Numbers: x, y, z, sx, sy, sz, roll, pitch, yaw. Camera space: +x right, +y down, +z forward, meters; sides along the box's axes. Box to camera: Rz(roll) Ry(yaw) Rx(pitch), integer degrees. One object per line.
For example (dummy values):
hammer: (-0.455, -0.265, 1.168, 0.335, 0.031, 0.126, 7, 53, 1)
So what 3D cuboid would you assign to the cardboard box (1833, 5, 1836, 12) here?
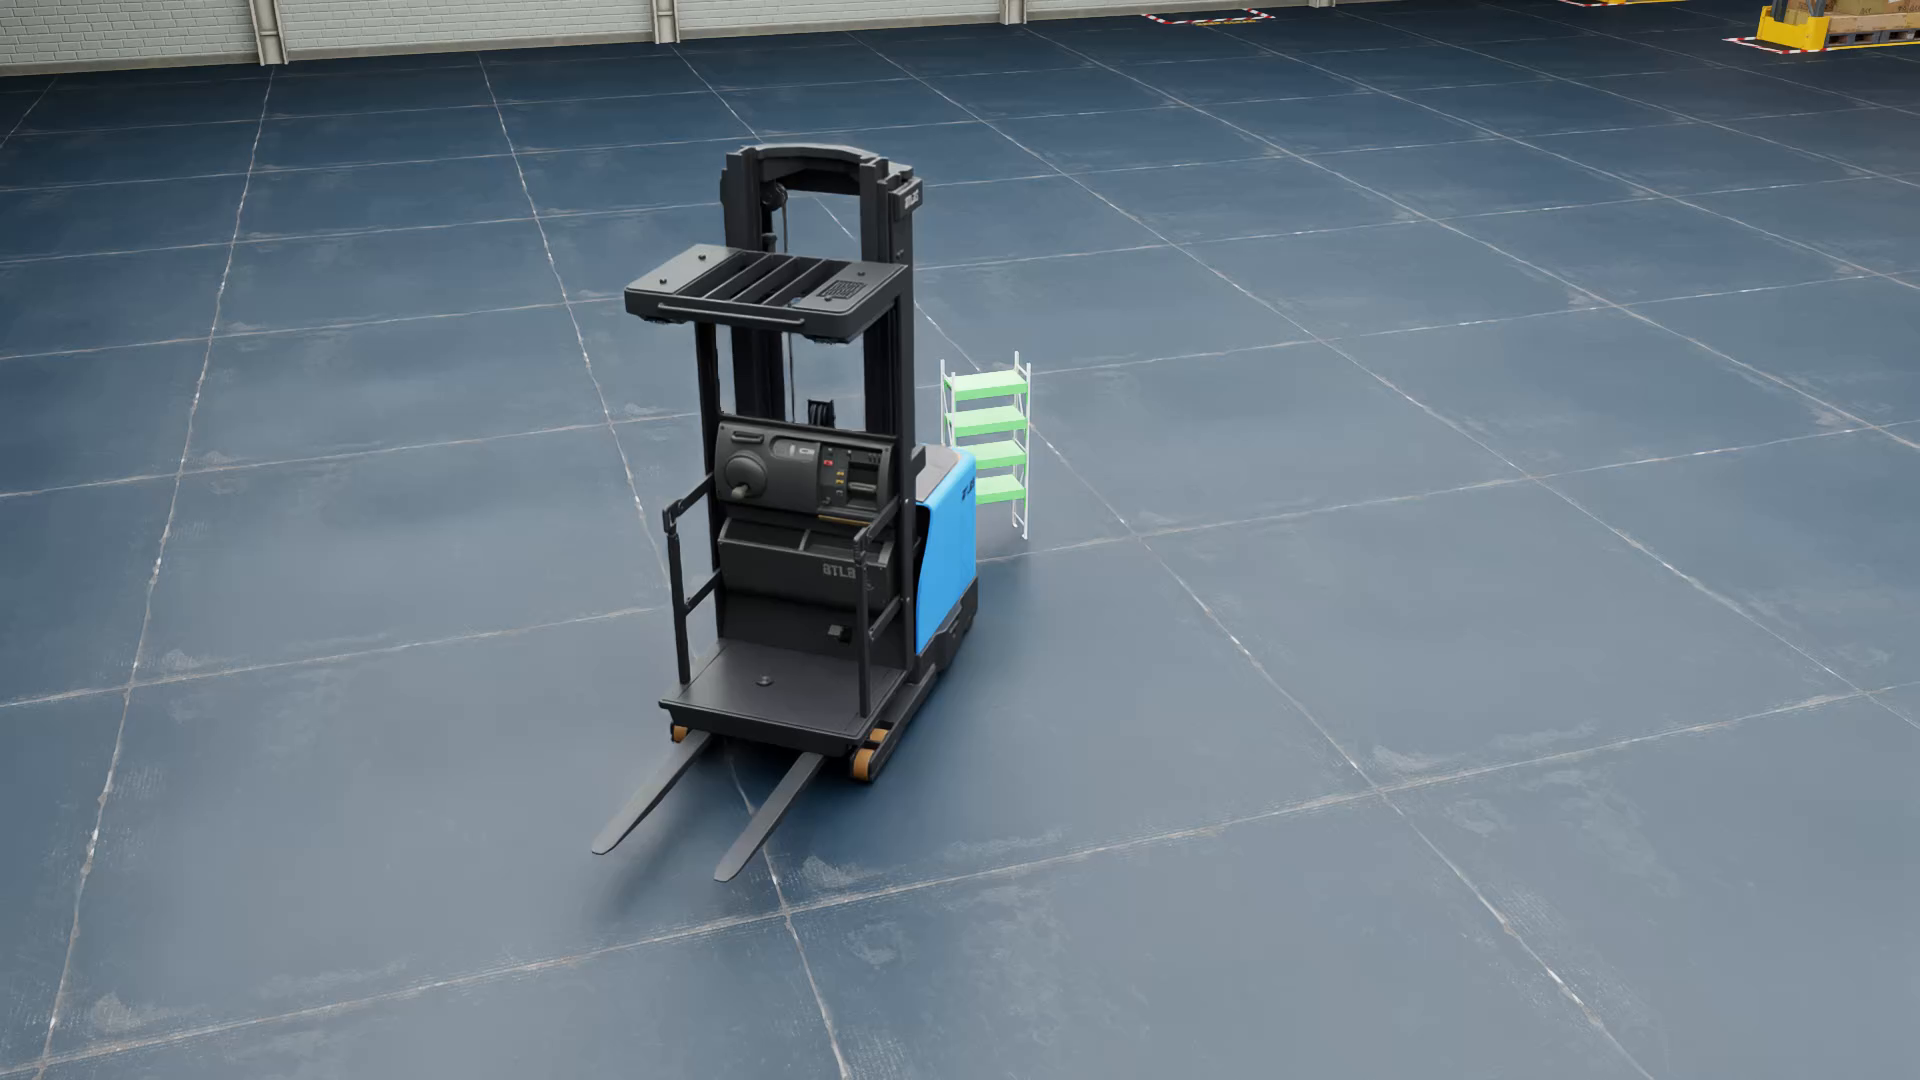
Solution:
cardboard box: (14.356, -8.627, 27.374, 0.500, 0.250, 0.500, -8, 28, -16)

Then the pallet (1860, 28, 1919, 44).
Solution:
pallet: (15.338, -8.438, 27.509, 1.213, 0.211, 1.003, -8, 28, -16)

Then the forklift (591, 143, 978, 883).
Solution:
forklift: (-0.850, -0.308, 8.074, 1.130, 2.935, 3.031, 9, 28, 17)

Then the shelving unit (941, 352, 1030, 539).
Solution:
shelving unit: (0.157, -0.560, 10.529, 0.503, 1.200, 0.258, -8, 28, -16)

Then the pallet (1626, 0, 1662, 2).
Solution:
pallet: (12.784, -10.350, 31.360, 1.213, 0.211, 1.003, -8, 28, -16)

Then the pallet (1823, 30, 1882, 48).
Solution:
pallet: (14.180, -8.272, 27.174, 1.213, 0.211, 1.003, -8, 28, -16)

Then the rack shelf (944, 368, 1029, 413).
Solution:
rack shelf: (0.157, -0.933, 10.344, 0.480, 0.148, 0.258, -8, 28, -16)

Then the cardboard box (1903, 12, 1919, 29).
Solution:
cardboard box: (15.471, -8.540, 27.198, 0.500, 0.250, 0.500, -8, 28, -16)

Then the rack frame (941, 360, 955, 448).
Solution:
rack frame: (-0.075, -0.527, 10.461, 0.015, 1.200, 0.240, -8, 28, -16)

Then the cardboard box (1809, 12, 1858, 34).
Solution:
cardboard box: (14.045, -8.334, 26.784, 0.500, 0.250, 0.500, -8, 28, -16)

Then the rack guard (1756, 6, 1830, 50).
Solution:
rack guard: (13.443, -8.275, 26.855, 0.348, 0.500, 1.175, -8, 28, -16)

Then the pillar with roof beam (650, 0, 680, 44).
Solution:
pillar with roof beam: (-3.456, -10.342, 21.462, 0.400, 9.000, 9.100, -8, 28, -16)

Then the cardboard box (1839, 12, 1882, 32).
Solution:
cardboard box: (14.519, -8.404, 26.925, 0.500, 0.250, 0.500, -8, 28, -16)

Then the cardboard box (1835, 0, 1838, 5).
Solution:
cardboard box: (14.830, -9.034, 27.350, 0.500, 0.500, 0.500, -8, 28, -16)

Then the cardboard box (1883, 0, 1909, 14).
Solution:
cardboard box: (14.991, -8.814, 26.907, 0.500, 0.500, 0.500, -8, 28, -16)

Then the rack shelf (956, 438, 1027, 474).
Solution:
rack shelf: (0.157, -0.503, 10.558, 0.480, 0.148, 0.258, -8, 28, -16)

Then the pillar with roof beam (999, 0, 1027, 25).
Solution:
pillar with roof beam: (2.249, -11.168, 23.126, 0.400, 9.000, 9.100, -8, 28, -16)

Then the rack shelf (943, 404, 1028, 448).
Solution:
rack shelf: (0.157, -0.718, 10.451, 0.480, 0.148, 0.258, -8, 28, -16)

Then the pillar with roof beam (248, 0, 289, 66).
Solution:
pillar with roof beam: (-9.161, -9.516, 19.798, 0.400, 9.000, 9.100, -8, 28, -16)

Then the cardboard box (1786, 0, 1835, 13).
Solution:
cardboard box: (13.884, -8.890, 27.060, 0.500, 0.500, 0.500, -8, 28, -16)

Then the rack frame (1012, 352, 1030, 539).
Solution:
rack frame: (0.389, -0.594, 10.597, 0.015, 1.200, 0.240, -8, 28, -16)

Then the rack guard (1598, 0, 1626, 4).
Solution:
rack guard: (12.001, -10.382, 31.101, 0.348, 0.500, 1.175, -8, 28, -16)

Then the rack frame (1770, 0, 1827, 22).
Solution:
rack frame: (13.466, -9.398, 26.306, 0.127, 3.000, 1.000, -8, 28, -16)

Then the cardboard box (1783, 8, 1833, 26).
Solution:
cardboard box: (13.884, -8.553, 27.225, 0.500, 0.250, 0.500, -8, 28, -16)

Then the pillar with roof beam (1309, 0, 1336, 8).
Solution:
pillar with roof beam: (7.954, -11.994, 24.790, 0.400, 9.000, 9.100, -8, 28, -16)

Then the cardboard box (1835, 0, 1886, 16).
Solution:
cardboard box: (14.519, -8.739, 26.757, 0.500, 0.500, 0.500, -8, 28, -16)

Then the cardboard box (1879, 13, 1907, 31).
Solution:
cardboard box: (14.994, -8.473, 27.064, 0.500, 0.250, 0.500, -8, 28, -16)

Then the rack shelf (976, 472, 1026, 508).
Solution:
rack shelf: (0.157, -0.288, 10.664, 0.480, 0.148, 0.258, -8, 28, -16)

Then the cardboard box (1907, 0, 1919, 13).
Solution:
cardboard box: (15.472, -8.875, 27.031, 0.500, 0.500, 0.500, -8, 28, -16)
